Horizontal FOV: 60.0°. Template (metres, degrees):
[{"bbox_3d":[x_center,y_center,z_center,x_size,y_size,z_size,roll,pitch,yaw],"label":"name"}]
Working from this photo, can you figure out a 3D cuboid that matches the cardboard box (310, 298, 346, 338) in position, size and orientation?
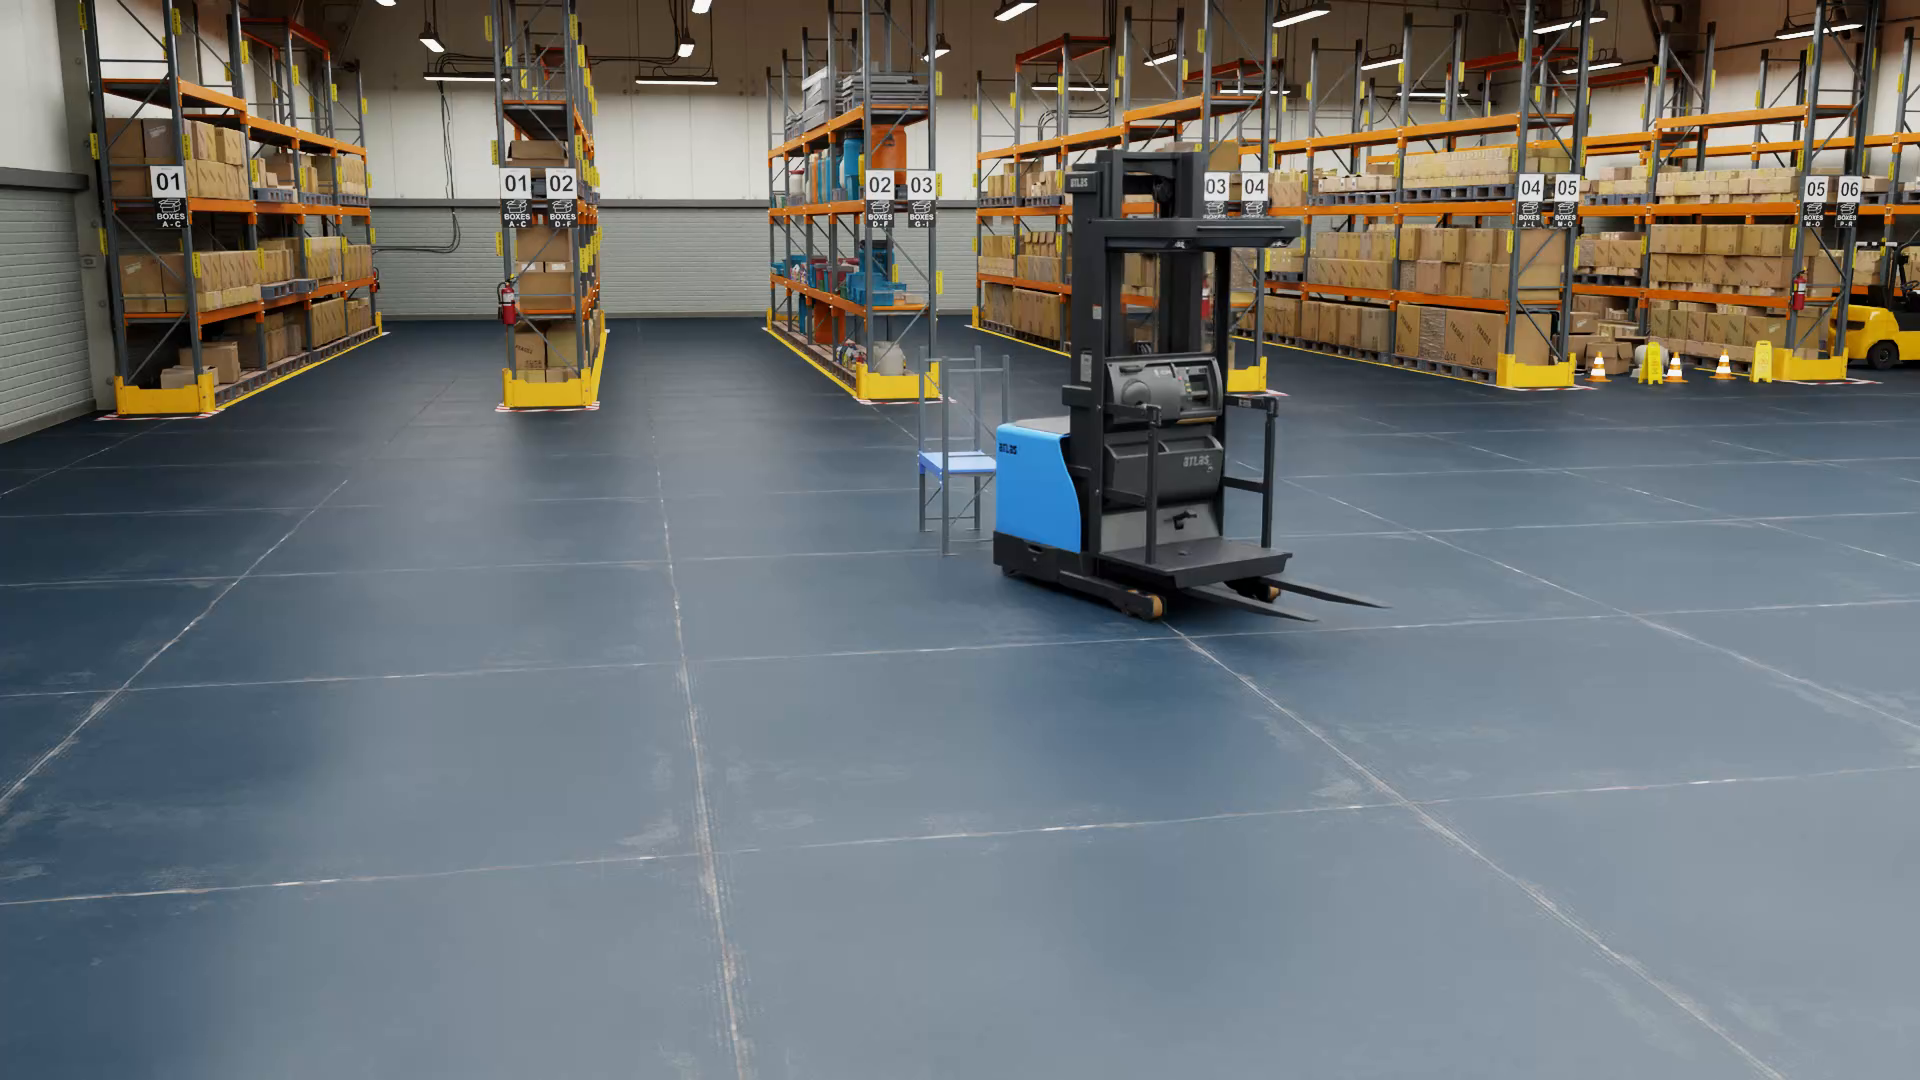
[{"bbox_3d":[-12.640,-4.404,32.938,0.750,0.750,0.750,-2,11,-10],"label":"cardboard box"}]

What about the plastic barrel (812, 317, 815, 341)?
[{"bbox_3d":[-2.707,-4.168,32.604,0.421,0.512,0.421,0,11,0],"label":"plastic barrel"}]

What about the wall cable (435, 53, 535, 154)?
[{"bbox_3d":[-11.768,-11.153,42.524,3.097,2.526,0.112,-2,11,-11],"label":"wall cable"}]

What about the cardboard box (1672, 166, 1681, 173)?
[{"bbox_3d":[13.132,-6.866,31.167,0.500,0.250,0.500,-2,11,-12],"label":"cardboard box"}]

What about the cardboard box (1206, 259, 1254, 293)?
[{"bbox_3d":[3.936,-4.005,25.151,0.875,0.500,0.500,-2,11,-11],"label":"cardboard box"}]

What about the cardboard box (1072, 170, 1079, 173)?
[{"bbox_3d":[2.395,-6.754,31.034,0.500,0.500,0.500,-2,11,-11],"label":"cardboard box"}]

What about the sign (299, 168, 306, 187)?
[{"bbox_3d":[-11.583,-6.381,29.296,0.100,0.325,0.005,-2,11,-11],"label":"sign"}]

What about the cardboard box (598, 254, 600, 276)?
[{"bbox_3d":[-8.355,-6.164,37.294,0.500,0.500,0.500,-2,11,-11],"label":"cardboard box"}]

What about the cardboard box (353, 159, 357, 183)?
[{"bbox_3d":[-13.065,-7.813,35.208,0.500,0.500,0.500,-3,11,-14],"label":"cardboard box"}]

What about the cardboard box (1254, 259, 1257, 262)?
[{"bbox_3d":[6.453,-5.970,35.292,0.380,0.149,0.250,-2,11,-12],"label":"cardboard box"}]

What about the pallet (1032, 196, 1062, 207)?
[{"bbox_3d":[2.063,-6.877,33.787,1.003,0.211,1.213,-2,11,-8],"label":"pallet"}]

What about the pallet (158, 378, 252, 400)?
[{"bbox_3d":[-10.932,-2.185,24.111,1.003,0.211,1.213,-2,11,-11],"label":"pallet"}]

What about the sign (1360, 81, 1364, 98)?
[{"bbox_3d":[7.889,-8.841,32.659,0.100,0.325,0.005,-2,11,-11],"label":"sign"}]

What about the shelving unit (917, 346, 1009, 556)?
[{"bbox_3d":[0.017,-0.721,12.974,0.538,1.500,1.048,-2,11,-11],"label":"shelving unit"}]

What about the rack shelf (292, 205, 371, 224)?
[{"bbox_3d":[-13.283,-6.855,35.091,1.077,0.370,4.000,-2,11,-11],"label":"rack shelf"}]

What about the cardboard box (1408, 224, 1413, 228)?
[{"bbox_3d":[10.844,-7.409,39.426,0.380,0.149,0.250,-2,11,-12],"label":"cardboard box"}]

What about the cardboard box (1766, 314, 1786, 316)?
[{"bbox_3d":[13.740,-3.550,28.050,0.500,0.500,0.500,-3,11,-13],"label":"cardboard box"}]

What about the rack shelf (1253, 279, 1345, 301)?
[{"bbox_3d":[6.956,-5.350,35.207,1.077,0.370,4.000,-2,11,-11],"label":"rack shelf"}]

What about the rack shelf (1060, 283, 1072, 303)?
[{"bbox_3d":[2.849,-4.455,30.502,1.077,0.370,4.000,-2,11,-11],"label":"rack shelf"}]

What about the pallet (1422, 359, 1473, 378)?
[{"bbox_3d":[8.435,-2.867,27.693,1.003,0.211,1.213,-2,11,-11],"label":"pallet"}]

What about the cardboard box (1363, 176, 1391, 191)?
[{"bbox_3d":[7.667,-6.477,30.191,0.500,0.250,0.500,-2,11,-11],"label":"cardboard box"}]

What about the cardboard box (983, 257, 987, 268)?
[{"bbox_3d":[0.841,-6.522,39.043,0.500,0.250,0.500,-2,11,-12],"label":"cardboard box"}]

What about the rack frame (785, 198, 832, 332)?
[{"bbox_3d":[-3.176,-5.728,35.270,1.000,3.000,0.127,-2,11,-11],"label":"rack frame"}]

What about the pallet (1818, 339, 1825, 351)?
[{"bbox_3d":[17.405,-3.971,33.494,1.003,0.211,1.213,-2,11,-11],"label":"pallet"}]

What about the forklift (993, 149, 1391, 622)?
[{"bbox_3d":[1.468,-1.028,10.759,1.130,2.935,3.031,-7,13,-33],"label":"forklift"}]

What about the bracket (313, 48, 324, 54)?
[{"bbox_3d":[-14.112,-10.742,35.940,0.076,0.066,4.783,-2,11,-11],"label":"bracket"}]

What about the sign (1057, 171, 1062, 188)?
[{"bbox_3d":[1.914,-6.923,31.928,0.100,0.325,0.005,-2,11,-11],"label":"sign"}]

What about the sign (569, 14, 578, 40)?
[{"bbox_3d":[-5.156,-6.851,22.201,0.100,0.325,0.005,-2,11,-11],"label":"sign"}]

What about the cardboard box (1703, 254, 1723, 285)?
[{"bbox_3d":[13.094,-4.630,28.438,0.500,0.500,0.500,-2,11,-10],"label":"cardboard box"}]

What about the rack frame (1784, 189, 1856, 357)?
[{"bbox_3d":[13.737,-4.068,26.547,1.000,3.000,0.127,-2,11,-11],"label":"rack frame"}]

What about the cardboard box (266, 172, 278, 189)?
[{"bbox_3d":[-11.955,-5.927,27.964,0.797,0.503,0.637,-1,11,-3],"label":"cardboard box"}]

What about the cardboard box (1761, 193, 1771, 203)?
[{"bbox_3d":[13.294,-5.568,27.076,0.380,0.149,0.250,-2,11,-9],"label":"cardboard box"}]

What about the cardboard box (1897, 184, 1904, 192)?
[{"bbox_3d":[17.855,-6.751,31.903,0.380,0.149,0.250,-2,11,-11],"label":"cardboard box"}]

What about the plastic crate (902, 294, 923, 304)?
[{"bbox_3d":[-0.701,-3.574,24.655,0.298,0.136,0.250,-2,11,-11],"label":"plastic crate"}]

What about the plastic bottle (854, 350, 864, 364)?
[{"bbox_3d":[-1.610,-2.873,26.379,0.152,0.276,0.135,-2,11,-11],"label":"plastic bottle"}]

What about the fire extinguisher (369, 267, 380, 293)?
[{"bbox_3d":[-13.248,-5.925,37.507,0.296,0.674,0.183,-2,11,-11],"label":"fire extinguisher"}]

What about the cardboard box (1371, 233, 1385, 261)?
[{"bbox_3d":[7.919,-5.328,30.228,0.700,0.500,0.500,-2,11,-12],"label":"cardboard box"}]

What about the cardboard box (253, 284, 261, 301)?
[{"bbox_3d":[-10.948,-3.761,25.282,0.500,0.250,0.500,-2,11,-11],"label":"cardboard box"}]

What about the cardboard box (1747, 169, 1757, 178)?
[{"bbox_3d":[13.262,-6.049,27.474,0.380,0.149,0.250,-2,11,-11],"label":"cardboard box"}]

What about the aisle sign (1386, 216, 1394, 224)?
[{"bbox_3d":[10.915,-8.304,41.850,0.394,0.787,0.004,-2,11,-11],"label":"aisle sign"}]

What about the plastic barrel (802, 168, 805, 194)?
[{"bbox_3d":[-2.891,-7.061,32.763,0.433,0.535,0.433,0,11,0],"label":"plastic barrel"}]

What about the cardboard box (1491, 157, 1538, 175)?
[{"bbox_3d":[8.532,-5.750,25.579,0.500,0.250,0.500,-2,11,-10],"label":"cardboard box"}]

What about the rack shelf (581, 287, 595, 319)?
[{"bbox_3d":[-6.869,-4.095,28.613,1.077,0.370,4.000,-2,11,-11],"label":"rack shelf"}]

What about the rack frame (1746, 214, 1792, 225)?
[{"bbox_3d":[17.049,-5.716,35.208,1.000,3.000,0.127,-2,11,-11],"label":"rack frame"}]

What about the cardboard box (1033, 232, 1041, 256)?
[{"bbox_3d":[1.937,-6.207,34.836,0.797,0.503,0.637,-2,11,-10],"label":"cardboard box"}]

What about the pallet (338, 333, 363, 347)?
[{"bbox_3d":[-12.965,-4.140,34.386,1.003,0.211,1.213,-2,11,-11],"label":"pallet"}]

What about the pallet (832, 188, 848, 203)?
[{"bbox_3d":[-1.384,-5.513,26.622,1.213,0.211,1.003,-2,11,-11],"label":"pallet"}]

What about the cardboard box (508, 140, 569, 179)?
[{"bbox_3d":[-5.809,-5.253,22.976,0.797,0.503,0.637,-1,11,-7],"label":"cardboard box"}]

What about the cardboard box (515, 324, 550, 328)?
[{"bbox_3d":[-6.502,-3.026,25.296,0.500,0.500,0.500,-2,11,-11],"label":"cardboard box"}]

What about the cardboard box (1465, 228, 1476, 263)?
[{"bbox_3d":[8.694,-4.748,26.832,0.875,0.550,0.550,-2,11,-11],"label":"cardboard box"}]
